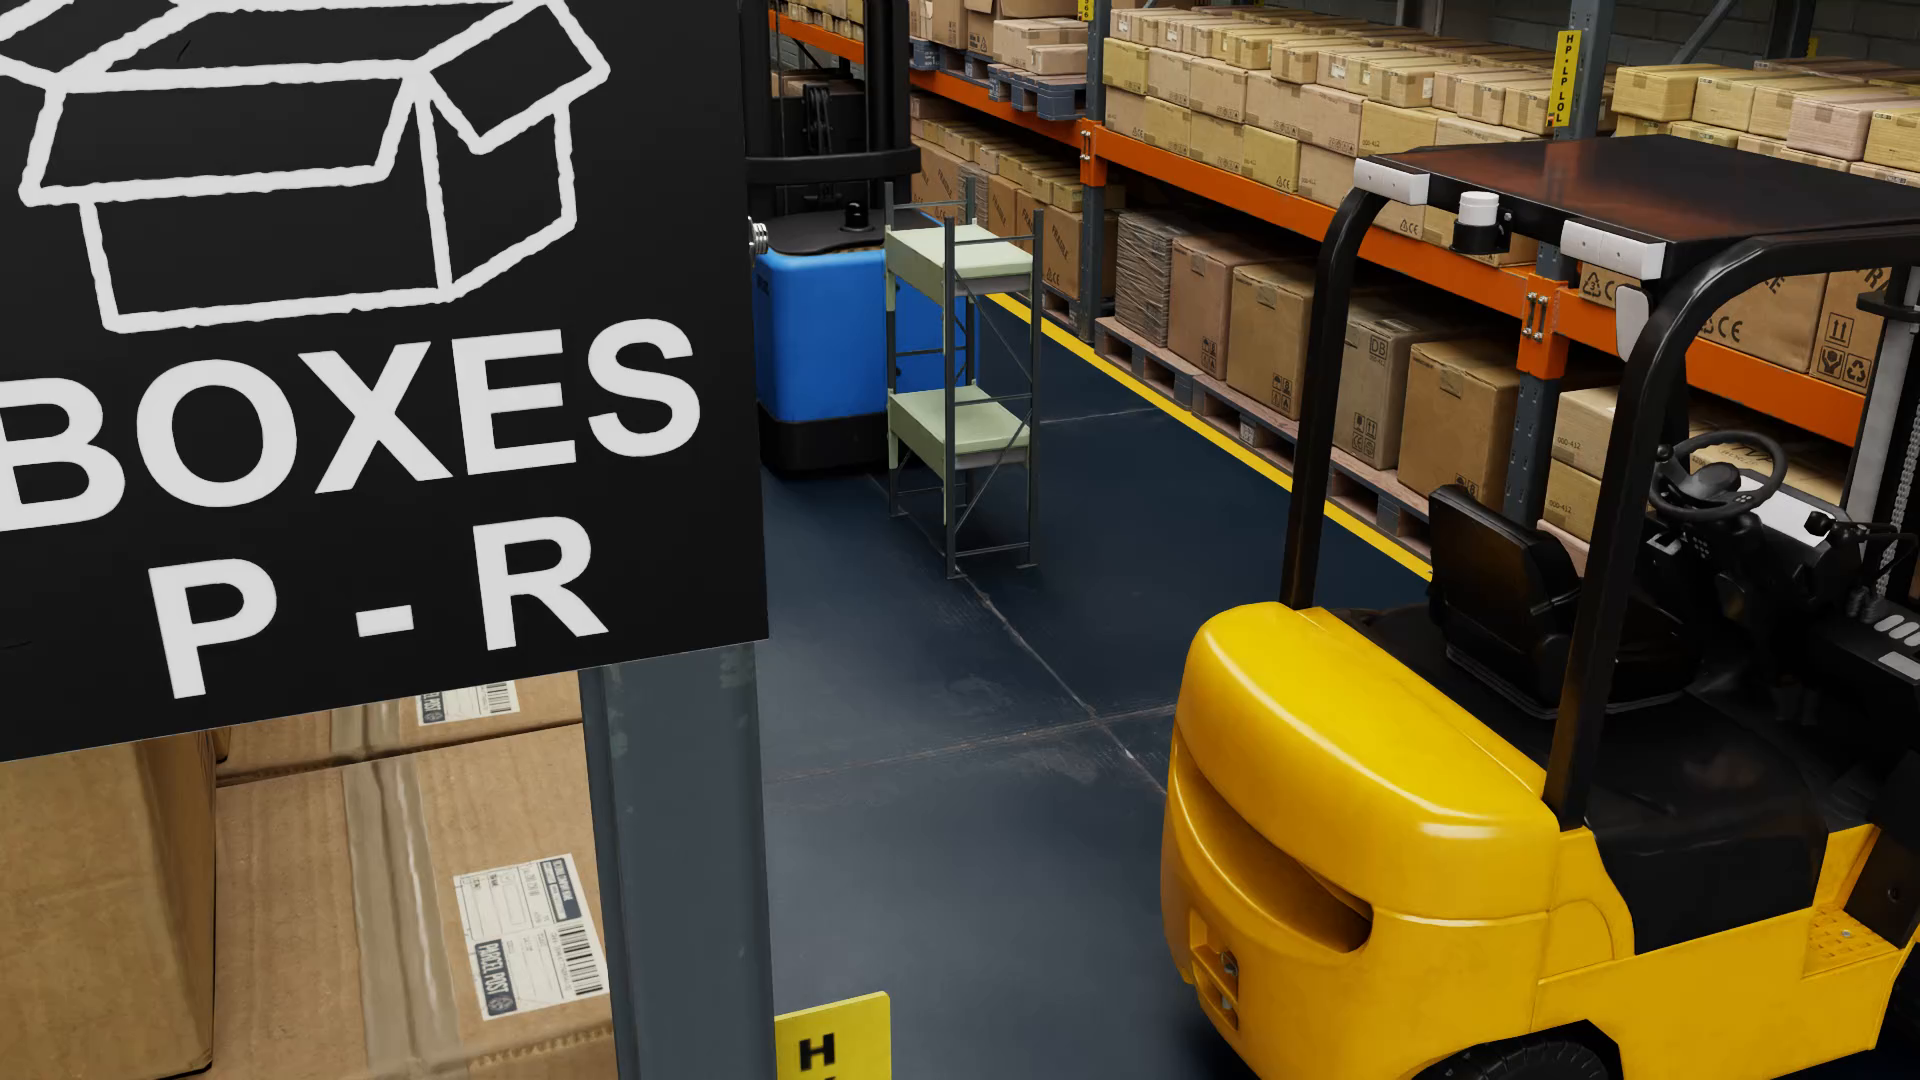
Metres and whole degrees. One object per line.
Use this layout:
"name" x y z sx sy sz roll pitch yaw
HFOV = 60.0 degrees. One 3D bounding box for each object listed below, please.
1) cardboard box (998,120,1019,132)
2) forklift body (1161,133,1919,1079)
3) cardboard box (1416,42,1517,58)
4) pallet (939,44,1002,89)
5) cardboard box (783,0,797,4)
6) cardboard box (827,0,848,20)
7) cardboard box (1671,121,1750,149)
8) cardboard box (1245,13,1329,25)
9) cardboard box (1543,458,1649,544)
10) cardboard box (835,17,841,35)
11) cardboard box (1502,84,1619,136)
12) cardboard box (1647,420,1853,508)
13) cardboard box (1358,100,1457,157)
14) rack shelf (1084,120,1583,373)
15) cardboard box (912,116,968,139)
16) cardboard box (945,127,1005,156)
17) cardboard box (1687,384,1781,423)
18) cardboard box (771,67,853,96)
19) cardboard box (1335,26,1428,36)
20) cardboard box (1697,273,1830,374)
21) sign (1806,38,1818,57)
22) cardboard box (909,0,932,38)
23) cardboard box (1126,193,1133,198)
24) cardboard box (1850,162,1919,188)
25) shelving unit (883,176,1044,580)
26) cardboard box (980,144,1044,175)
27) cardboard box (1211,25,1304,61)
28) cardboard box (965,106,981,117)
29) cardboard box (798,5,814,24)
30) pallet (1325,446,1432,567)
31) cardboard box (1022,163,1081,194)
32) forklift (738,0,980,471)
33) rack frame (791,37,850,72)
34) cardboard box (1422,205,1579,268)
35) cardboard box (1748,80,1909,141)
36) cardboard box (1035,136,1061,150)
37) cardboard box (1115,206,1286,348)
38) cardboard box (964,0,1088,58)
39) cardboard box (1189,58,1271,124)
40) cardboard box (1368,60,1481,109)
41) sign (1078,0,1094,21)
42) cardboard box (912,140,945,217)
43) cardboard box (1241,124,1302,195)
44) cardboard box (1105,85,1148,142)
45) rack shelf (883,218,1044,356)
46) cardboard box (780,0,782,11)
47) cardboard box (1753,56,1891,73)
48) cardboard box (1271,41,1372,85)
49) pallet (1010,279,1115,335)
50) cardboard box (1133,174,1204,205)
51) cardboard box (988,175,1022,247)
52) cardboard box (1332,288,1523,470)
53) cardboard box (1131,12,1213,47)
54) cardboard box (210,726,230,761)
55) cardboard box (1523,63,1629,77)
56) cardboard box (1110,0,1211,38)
"cardboard box" 0.507 -3.081 12.540 0.380 0.149 0.250 -10 25 -22
"forklift body" 1.663 0.207 3.991 2.313 2.155 1.214 -8 24 -19
"cardboard box" 2.302 -2.172 7.577 0.380 0.149 0.250 -9 24 -19
"pallet" 0.522 -3.270 11.394 1.003 0.211 1.213 -8 24 -19
"cardboard box" -1.344 -5.059 15.200 0.500 0.250 0.500 -9 24 -20
"cardboard box" -0.799 -4.506 13.888 0.500 0.250 0.500 -8 24 -19
"cardboard box" 2.586 -1.298 5.505 0.380 0.149 0.250 -8 24 -18
"cardboard box" 1.749 -2.725 8.889 0.380 0.149 0.250 -8 24 -19
"cardboard box" 2.509 -0.138 6.071 0.500 0.250 0.500 -8 24 -19
"cardboard box" -0.843 -4.353 14.040 0.380 0.149 0.250 -8 24 -18
"cardboard box" 2.298 -1.638 6.310 0.380 0.149 0.250 -7 24 -17
"cardboard box" 2.675 -0.180 5.528 0.500 0.250 0.500 -8 24 -19
"cardboard box" 2.025 -1.690 6.946 0.500 0.250 0.500 -9 24 -20
"rack shelf" 1.920 -1.594 8.097 1.077 0.370 4.000 -8 24 -19
"cardboard box" -0.152 -3.190 12.798 0.380 0.149 0.250 -9 24 -20
"cardboard box" 0.113 -2.904 12.121 0.380 0.149 0.250 -8 24 -19
"cardboard box" 2.981 -0.434 6.130 0.500 0.250 0.500 -8 24 -18
"cardboard box" -1.485 -4.367 16.423 0.797 0.503 0.637 -9 25 -21
"cardboard box" 2.087 -2.460 8.262 0.380 0.149 0.250 -9 24 -20
"cardboard box" 2.739 -0.861 5.303 0.500 0.500 0.500 -8 24 -18
"sign" 3.145 -1.711 6.232 0.100 0.325 0.005 -8 24 -19
"cardboard box" -0.055 -3.951 12.093 0.700 0.500 0.500 -8 24 -18
"cardboard box" 1.172 -2.067 10.969 0.500 0.500 0.500 -8 24 -19
"cardboard box" 2.813 -1.012 4.826 0.380 0.149 0.250 -9 24 -20
"shelving unit" 0.002 -0.689 6.953 0.431 1.500 0.755 -8 24 -19
"cardboard box" 0.360 -2.624 11.455 0.380 0.149 0.250 -10 25 -22
"cardboard box" 1.482 -2.474 8.294 0.380 0.149 0.250 -8 24 -18
"cardboard box" 0.200 -3.352 13.184 0.380 0.149 0.250 -9 25 -21
"cardboard box" -1.233 -4.719 14.907 0.380 0.149 0.250 -8 24 -18
"pallet" 2.330 -0.177 7.397 1.003 0.211 1.213 -8 24 -19
"cardboard box" 0.625 -2.335 10.769 0.380 0.149 0.250 -9 25 -21
"forklift" -0.881 -2.220 8.744 1.130 2.935 3.031 -8 24 -19
"rack frame" -1.613 -5.559 16.578 1.000 3.000 0.127 -8 24 -19
"cardboard box" 2.204 -1.277 6.612 0.500 0.250 0.500 -8 24 -18
"cardboard box" 2.737 -1.351 5.246 0.380 0.149 0.250 -9 24 -20
"cardboard box" 0.758 -2.792 11.854 0.380 0.149 0.250 -9 25 -21
"cardboard box" 1.421 -1.523 9.519 0.875 0.625 0.625 -8 24 -17
"cardboard box" 0.464 -3.461 10.927 0.797 0.503 0.637 -9 24 -20
"cardboard box" 1.485 -2.244 8.262 0.500 0.250 0.500 -9 24 -20
"cardboard box" 1.936 -1.903 6.938 0.380 0.149 0.250 -9 25 -21
"sign" 0.709 -3.072 9.287 0.100 0.325 0.005 -8 24 -19
"cardboard box" -0.042 -2.749 12.588 0.500 0.500 0.500 -9 24 -20
"cardboard box" 1.685 -1.830 7.924 0.500 0.250 0.500 -8 24 -17
"cardboard box" 1.142 -2.389 9.249 0.500 0.250 0.500 -8 24 -19
"rack shelf" 0.002 -1.048 6.801 0.431 0.370 0.720 -8 24 -19
"cardboard box" -1.495 -5.110 15.835 0.380 0.149 0.250 -9 24 -20
"cardboard box" 3.022 -1.607 5.853 0.380 0.149 0.250 -8 24 -19
"cardboard box" 1.653 -2.184 7.605 0.380 0.149 0.250 -9 24 -20
"pallet" 0.985 -1.644 10.879 1.003 0.211 1.213 -8 24 -19
"cardboard box" 1.321 -2.225 10.510 0.380 0.149 0.250 -7 24 -16
"cardboard box" 0.509 -2.191 11.265 0.500 0.500 0.500 -7 24 -17
"cardboard box" 2.165 -0.770 7.730 0.875 0.625 0.625 -9 24 -20
"cardboard box" 1.146 -2.745 8.936 0.380 0.149 0.250 -8 24 -18
"cardboard box" -1.159 -0.048 1.702 0.700 0.500 0.500 -8 24 -18
"cardboard box" 2.570 -1.897 6.925 0.380 0.149 0.250 -8 24 -19
"cardboard box" 1.178 -3.101 10.075 0.500 0.500 0.500 -7 24 -17
